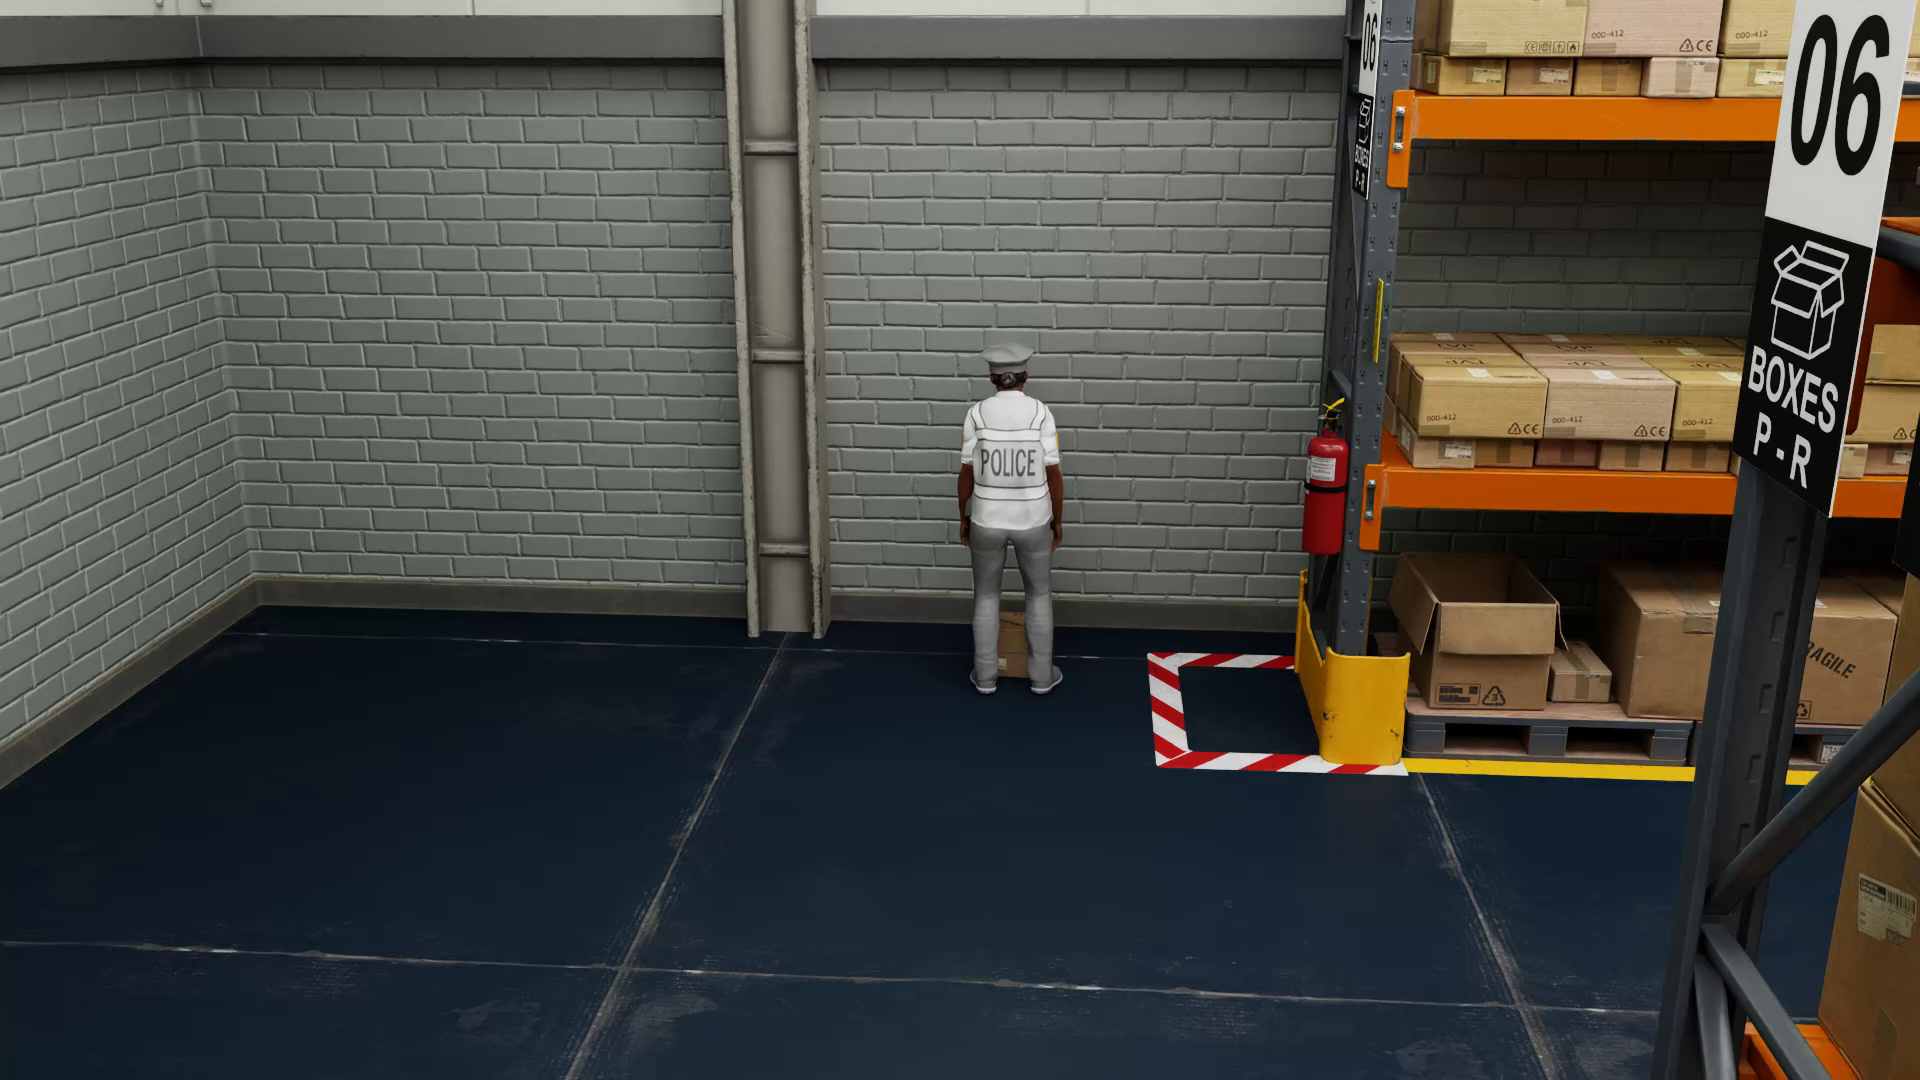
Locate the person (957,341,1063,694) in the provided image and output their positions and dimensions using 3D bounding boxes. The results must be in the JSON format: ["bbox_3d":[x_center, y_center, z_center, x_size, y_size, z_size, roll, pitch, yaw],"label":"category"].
[{"bbox_3d":[0.242,-0.080,7.805,0.504,1.658,0.394,1,18,4],"label":"person"}]
